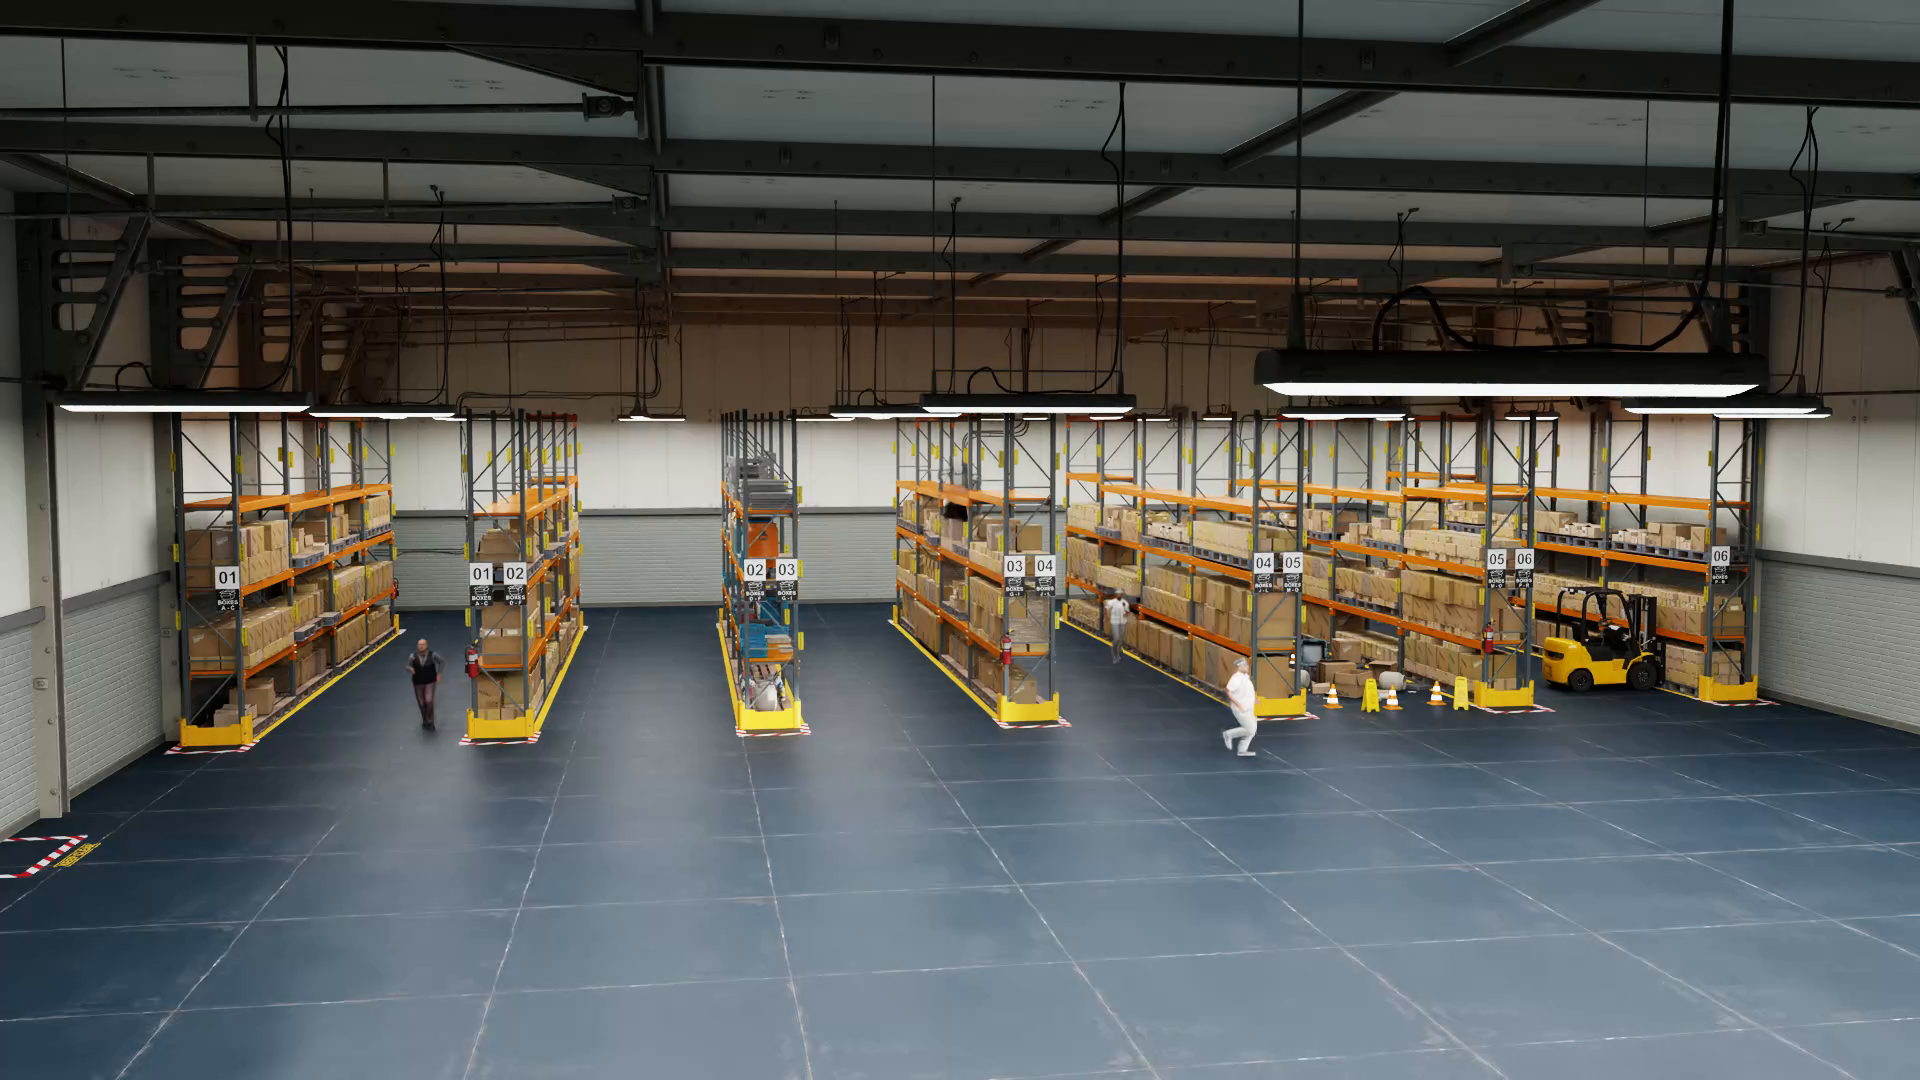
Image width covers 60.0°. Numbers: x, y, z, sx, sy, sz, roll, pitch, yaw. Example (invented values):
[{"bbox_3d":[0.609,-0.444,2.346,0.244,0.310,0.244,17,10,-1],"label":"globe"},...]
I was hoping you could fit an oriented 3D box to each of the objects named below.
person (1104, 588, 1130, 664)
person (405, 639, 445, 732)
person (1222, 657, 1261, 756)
[{"bbox_3d":[3.623,1.959,38.002,0.548,1.746,0.673,-1,4,-13],"label":"person"},{"bbox_3d":[-10.004,2.710,31.075,0.674,1.734,0.795,0,4,-6],"label":"person"},{"bbox_3d":[4.852,2.866,28.628,0.591,1.730,0.650,2,5,29],"label":"person"}]
